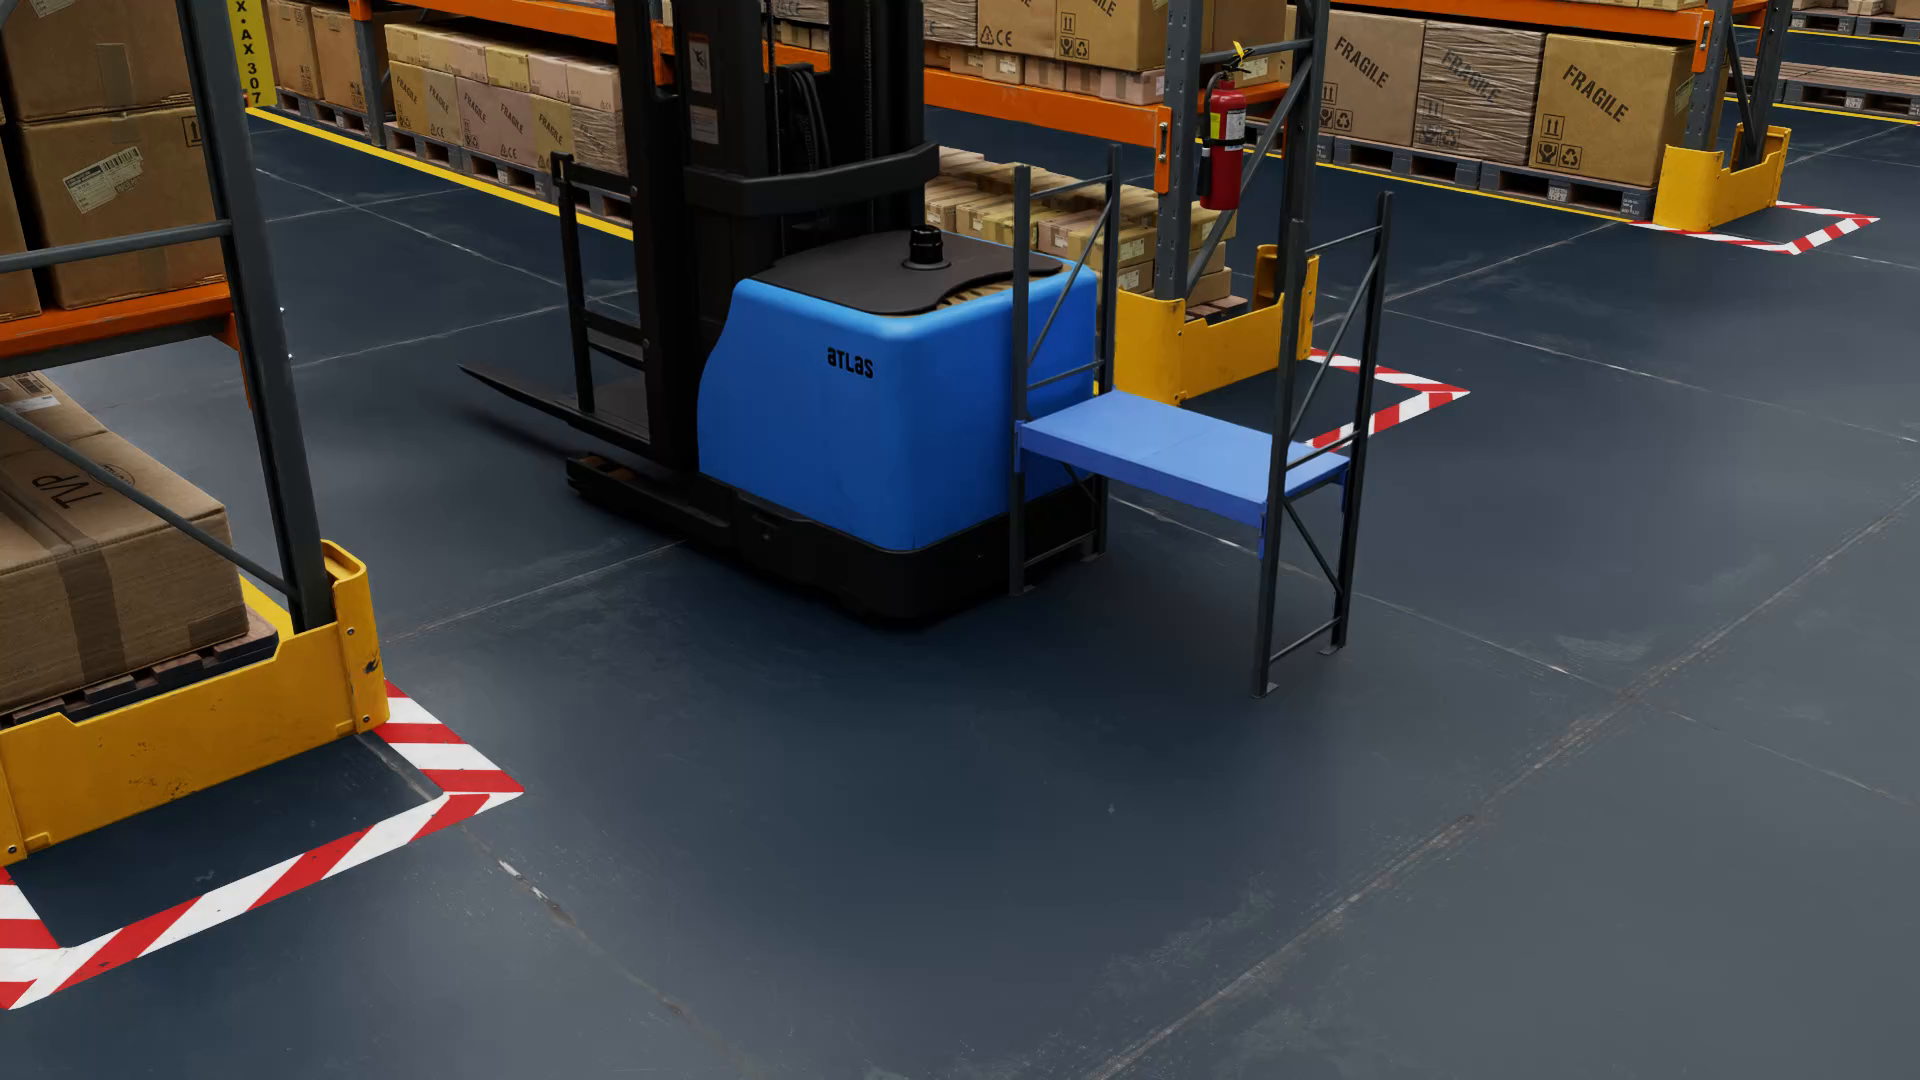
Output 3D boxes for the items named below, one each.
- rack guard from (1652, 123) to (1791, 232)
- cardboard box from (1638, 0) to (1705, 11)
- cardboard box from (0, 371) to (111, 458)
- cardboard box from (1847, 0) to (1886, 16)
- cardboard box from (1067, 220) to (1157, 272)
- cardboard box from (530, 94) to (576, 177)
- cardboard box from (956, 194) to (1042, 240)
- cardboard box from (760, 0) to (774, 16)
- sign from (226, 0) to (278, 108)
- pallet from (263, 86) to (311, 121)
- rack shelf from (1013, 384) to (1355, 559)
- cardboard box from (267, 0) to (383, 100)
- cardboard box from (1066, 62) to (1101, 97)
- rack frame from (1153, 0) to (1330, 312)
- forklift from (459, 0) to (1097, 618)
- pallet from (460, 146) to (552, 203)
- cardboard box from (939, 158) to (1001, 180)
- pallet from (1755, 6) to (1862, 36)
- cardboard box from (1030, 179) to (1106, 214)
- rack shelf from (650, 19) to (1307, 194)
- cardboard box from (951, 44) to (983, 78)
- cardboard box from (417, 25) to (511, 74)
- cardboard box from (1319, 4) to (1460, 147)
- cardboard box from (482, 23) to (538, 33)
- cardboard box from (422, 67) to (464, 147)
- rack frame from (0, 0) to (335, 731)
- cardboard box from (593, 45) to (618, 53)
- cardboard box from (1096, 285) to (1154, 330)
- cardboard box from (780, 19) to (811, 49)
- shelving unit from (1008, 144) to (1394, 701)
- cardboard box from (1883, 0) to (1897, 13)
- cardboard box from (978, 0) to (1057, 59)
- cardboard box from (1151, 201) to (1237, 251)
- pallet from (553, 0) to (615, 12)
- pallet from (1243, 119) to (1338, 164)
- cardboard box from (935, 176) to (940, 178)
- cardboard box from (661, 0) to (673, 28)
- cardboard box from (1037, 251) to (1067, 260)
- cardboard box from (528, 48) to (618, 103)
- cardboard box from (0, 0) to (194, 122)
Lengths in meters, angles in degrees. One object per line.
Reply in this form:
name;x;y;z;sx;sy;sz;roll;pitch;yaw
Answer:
rack guard;4.982;-2.379;10.863;1.175;0.500;0.348;-21;32;-38
cardboard box;4.481;-3.424;10.444;0.380;0.149;0.250;-20;32;-38
cardboard box;-3.425;-0.184;5.621;0.875;0.438;0.875;-20;31;-37
cardboard box;10.192;-6.008;18.690;0.380;0.166;0.250;-21;32;-38
cardboard box;0.729;-1.401;7.918;0.380;0.149;0.250;-21;32;-38
cardboard box;-2.499;-2.721;11.107;0.500;0.500;0.500;-22;33;-40
cardboard box;0.198;-1.632;8.425;0.250;0.149;0.380;22;33;40
cardboard box;-0.961;-3.171;9.107;0.500;0.500;0.500;-21;32;-38
sign;-1.860;-1.298;4.343;0.100;0.325;0.005;-21;32;-38
pallet;-5.506;-3.932;14.615;1.003;0.211;1.213;-21;32;-38
rack shelf;0.721;-0.246;5.416;1.000;0.185;0.538;22;32;39
cardboard box;-5.143;-4.213;14.075;1.050;0.750;0.750;-21;32;-38
cardboard box;0.704;-2.138;7.624;0.380;0.149;0.250;-21;32;-39
rack frame;1.275;-2.147;7.343;1.000;3.000;0.127;-21;32;-38
forklift;-0.920;-1.582;6.186;3.031;2.935;1.130;22;32;39
pallet;-2.830;-2.696;11.905;1.003;0.211;1.213;-21;32;-38
cardboard box;0.010;-2.009;9.252;0.380;0.149;0.250;-21;32;-38
pallet;9.934;-6.068;19.296;1.003;0.211;1.213;-21;32;-38
cardboard box;0.580;-1.781;8.752;0.250;0.149;0.380;22;32;39
rack shelf;-0.092;-2.426;8.821;1.077;0.370;4.000;-21;32;-38
cardboard box;0.171;-2.368;8.130;0.250;0.149;0.380;22;33;39
cardboard box;-3.551;-3.535;11.987;0.500;0.250;0.500;-22;32;-39
cardboard box;3.239;-3.465;12.285;0.875;0.875;0.875;-21;32;-38
cardboard box;-3.181;-3.683;12.312;0.500;0.250;0.500;-21;32;-38
cardboard box;-3.549;-3.187;12.127;0.500;0.500;0.500;-21;32;-38
rack frame;-2.269;-0.712;4.198;1.000;3.000;0.127;-21;32;-38
cardboard box;-2.136;-3.214;11.283;0.500;0.250;0.500;-20;31;-37
cardboard box;0.763;-1.142;8.067;0.380;0.149;0.250;-21;32;-38
cardboard box;-0.746;-2.764;8.998;0.380;0.149;0.250;-21;32;-38
shelving unit;0.721;-0.410;5.341;1.048;1.500;0.538;22;32;39
cardboard box;10.574;-6.202;18.941;0.500;0.311;0.500;-21;32;-38
cardboard box;0.432;-2.549;7.744;0.500;0.500;0.500;-22;32;-39
cardboard box;1.165;-1.567;8.283;0.250;0.149;0.380;22;32;39
pallet;-1.875;-3.545;10.637;1.003;0.211;1.213;-21;32;-38
pallet;2.694;-3.214;13.042;1.003;0.211;1.213;-21;32;-38
cardboard box;-0.325;-1.880;8.969;0.380;0.149;0.250;-21;32;-38
cardboard box;-1.504;-3.066;9.660;0.380;0.149;0.250;-20;31;-37
cardboard box;0.567;-1.350;8.166;0.380;0.149;0.250;-22;33;-40
cardboard box;-2.494;-3.068;10.963;0.500;0.250;0.500;-19;31;-36
cardboard box;-2.389;-1.439;4.465;0.500;0.500;0.500;-22;33;-40
